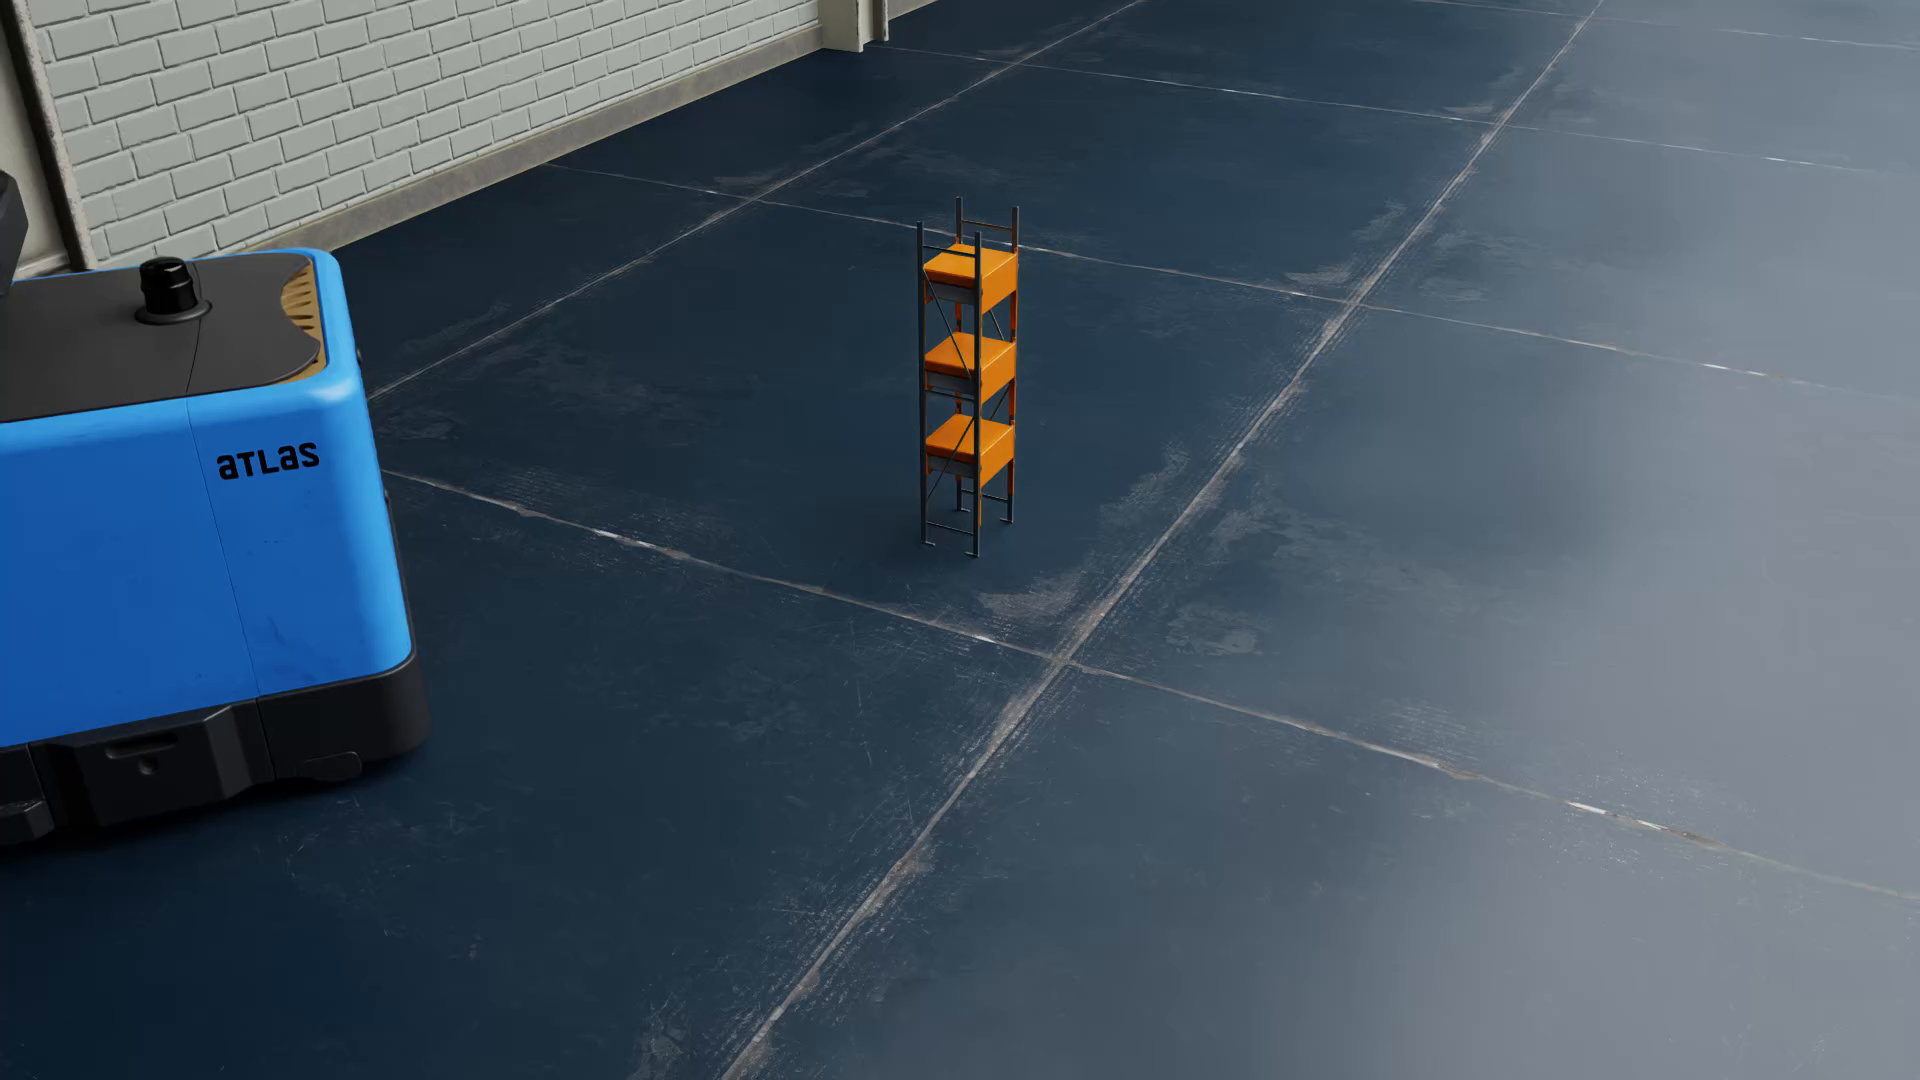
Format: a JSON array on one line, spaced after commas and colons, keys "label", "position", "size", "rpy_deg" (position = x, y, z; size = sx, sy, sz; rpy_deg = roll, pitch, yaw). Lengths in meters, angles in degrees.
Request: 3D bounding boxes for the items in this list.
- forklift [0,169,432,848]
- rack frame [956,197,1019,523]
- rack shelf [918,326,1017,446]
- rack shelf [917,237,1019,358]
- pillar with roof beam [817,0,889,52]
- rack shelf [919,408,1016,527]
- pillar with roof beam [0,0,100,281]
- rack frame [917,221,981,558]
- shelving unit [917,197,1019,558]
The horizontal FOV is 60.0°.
[{"label": "forklift", "position": [-2.924, -0.658, 3.453], "size": [3.031, 2.935, 1.130], "rpy_deg": [-11, 32, -18]}, {"label": "rack frame", "position": [0.080, -0.533, 5.124], "size": [0.200, 1.050, 0.008], "rpy_deg": [14, 33, 23]}, {"label": "rack shelf", "position": [0.024, -0.470, 5.035], "size": [0.215, 0.259, 0.240], "rpy_deg": [14, 33, 23]}, {"label": "rack shelf", "position": [0.024, -0.716, 4.894], "size": [0.215, 0.259, 0.240], "rpy_deg": [14, 33, 23]}, {"label": "pillar with roof beam", "position": [3.134, -6.195, 7.002], "size": [9.100, 9.000, 0.400], "rpy_deg": [14, 33, 23]}, {"label": "rack shelf", "position": [0.024, -0.229, 5.174], "size": [0.215, 0.259, 0.240], "rpy_deg": [14, 33, 23]}, {"label": "pillar with roof beam", "position": [0.401, -3.535, 2.370], "size": [9.100, 9.000, 0.400], "rpy_deg": [14, 33, 23]}, {"label": "rack frame", "position": [-0.031, -0.425, 4.936], "size": [0.200, 1.050, 0.008], "rpy_deg": [14, 33, 23]}, {"label": "shelving unit", "position": [0.024, -0.479, 5.030], "size": [0.215, 1.050, 0.252], "rpy_deg": [14, 33, 23]}]
